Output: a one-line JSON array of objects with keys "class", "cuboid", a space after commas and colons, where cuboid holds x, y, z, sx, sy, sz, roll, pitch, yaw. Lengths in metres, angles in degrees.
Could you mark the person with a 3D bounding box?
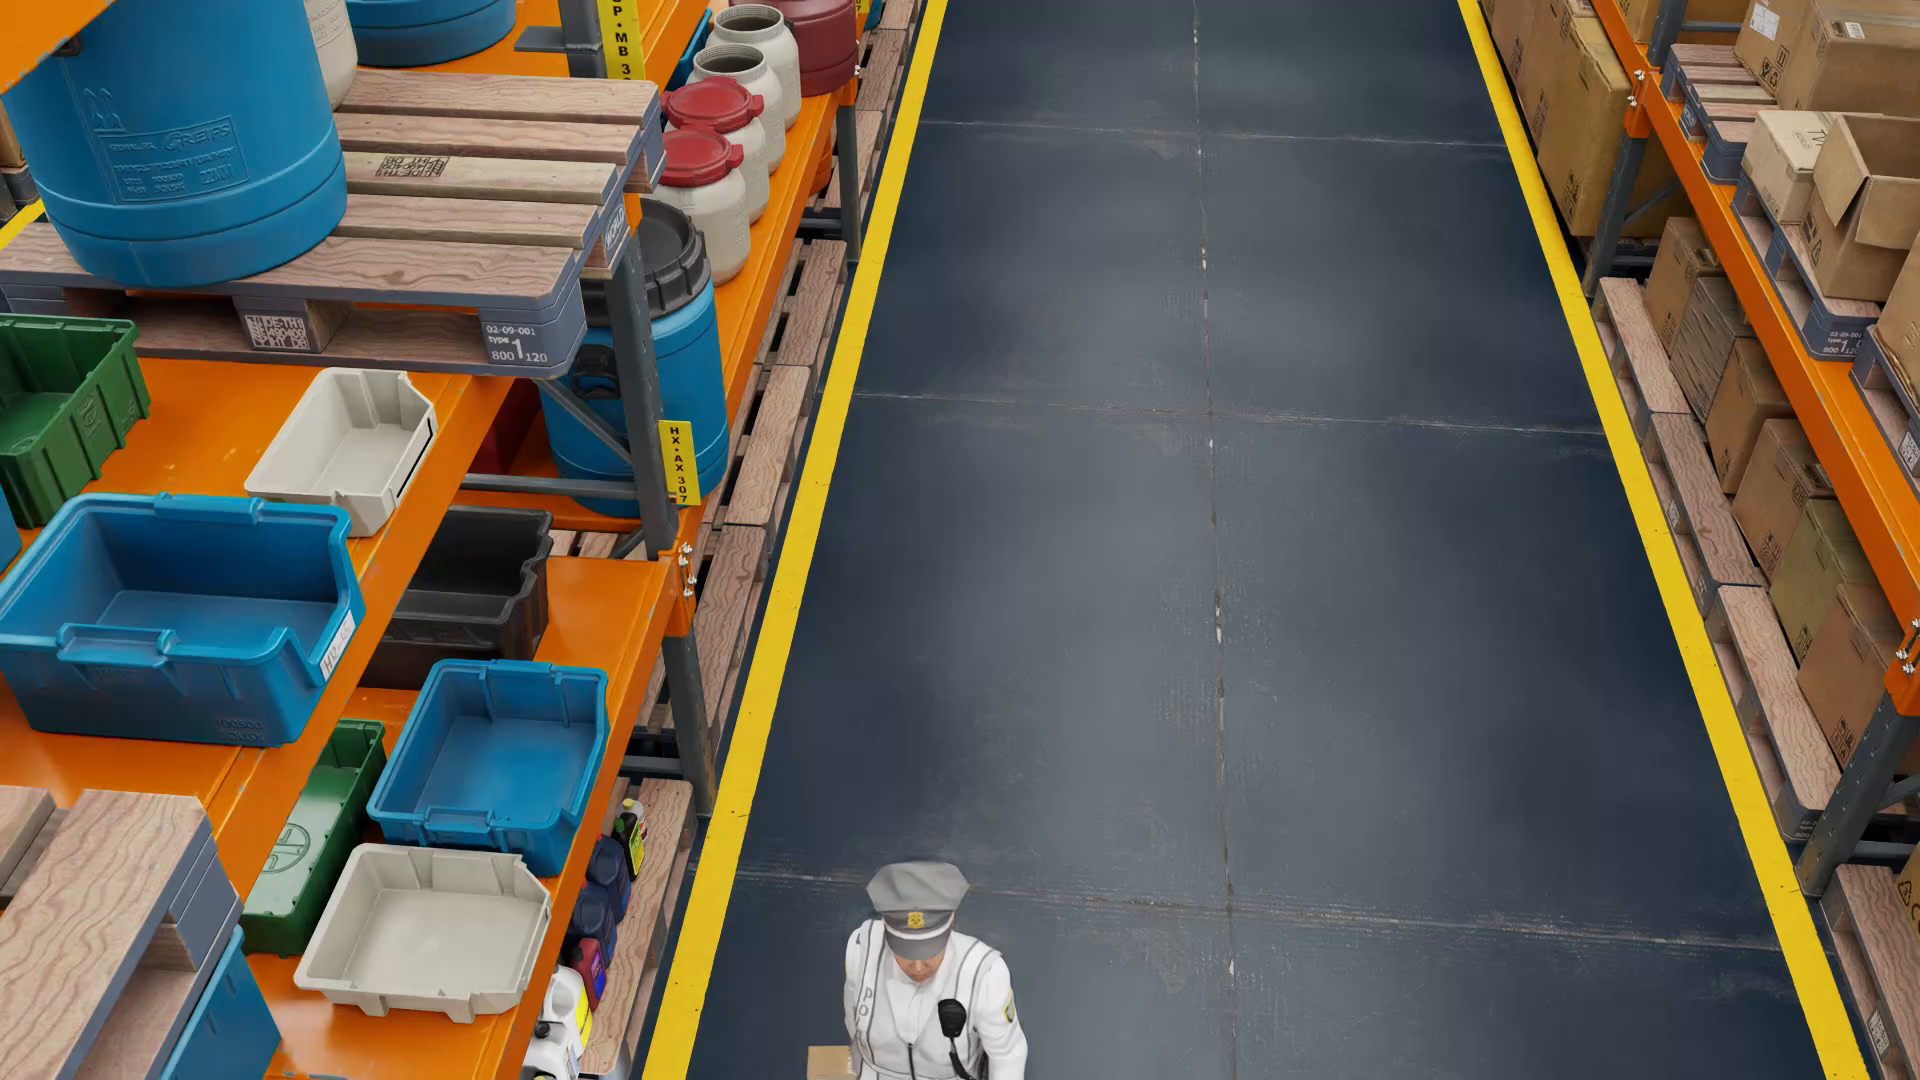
[{"class": "person", "cuboid": [-0.074, 1.409, 4.486, 0.513, 1.625, 1.050, 4, 40, 4]}]
